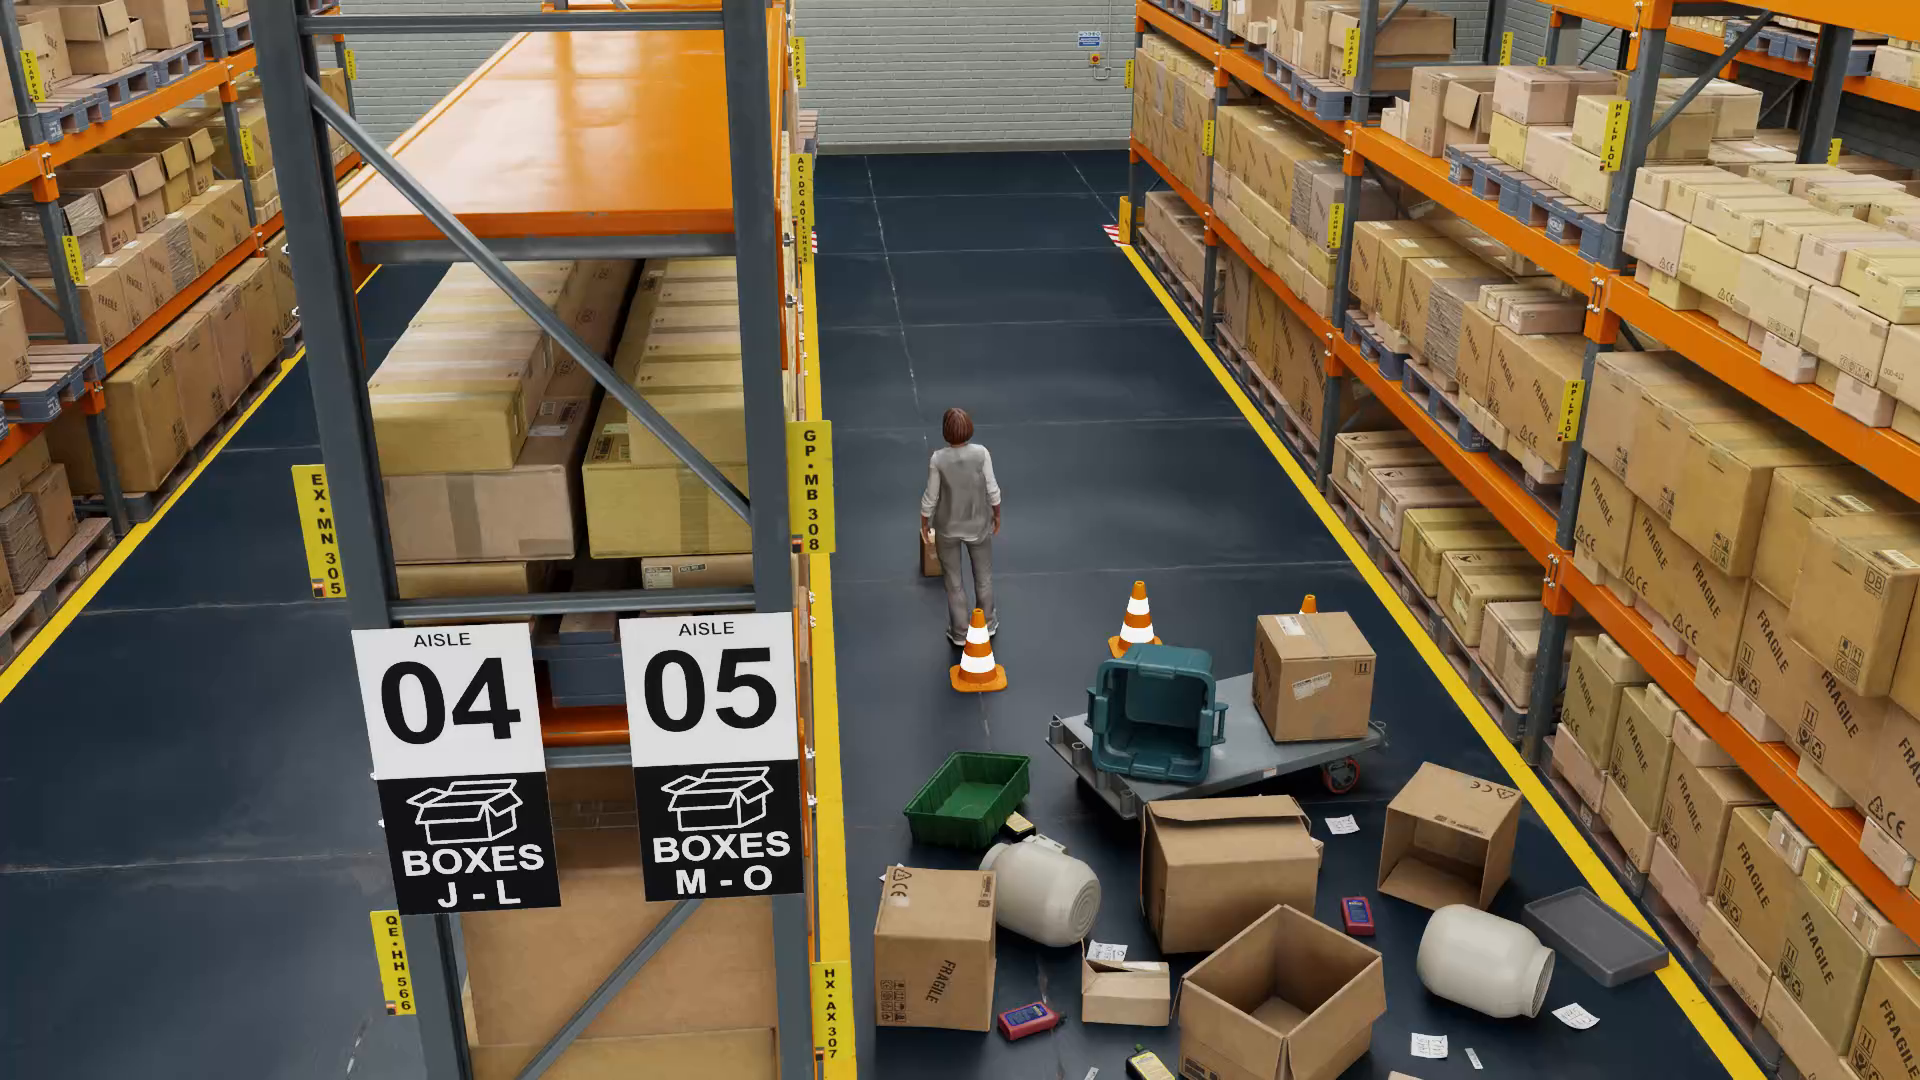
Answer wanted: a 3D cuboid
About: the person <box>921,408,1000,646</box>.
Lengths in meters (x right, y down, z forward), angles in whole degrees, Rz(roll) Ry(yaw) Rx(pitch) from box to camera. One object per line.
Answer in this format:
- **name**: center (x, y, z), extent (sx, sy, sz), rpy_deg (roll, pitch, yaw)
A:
- **person**: center (0.008, -0.101, 10.317), extent (0.521, 1.600, 0.472), rpy_deg (-3, 24, -6)
